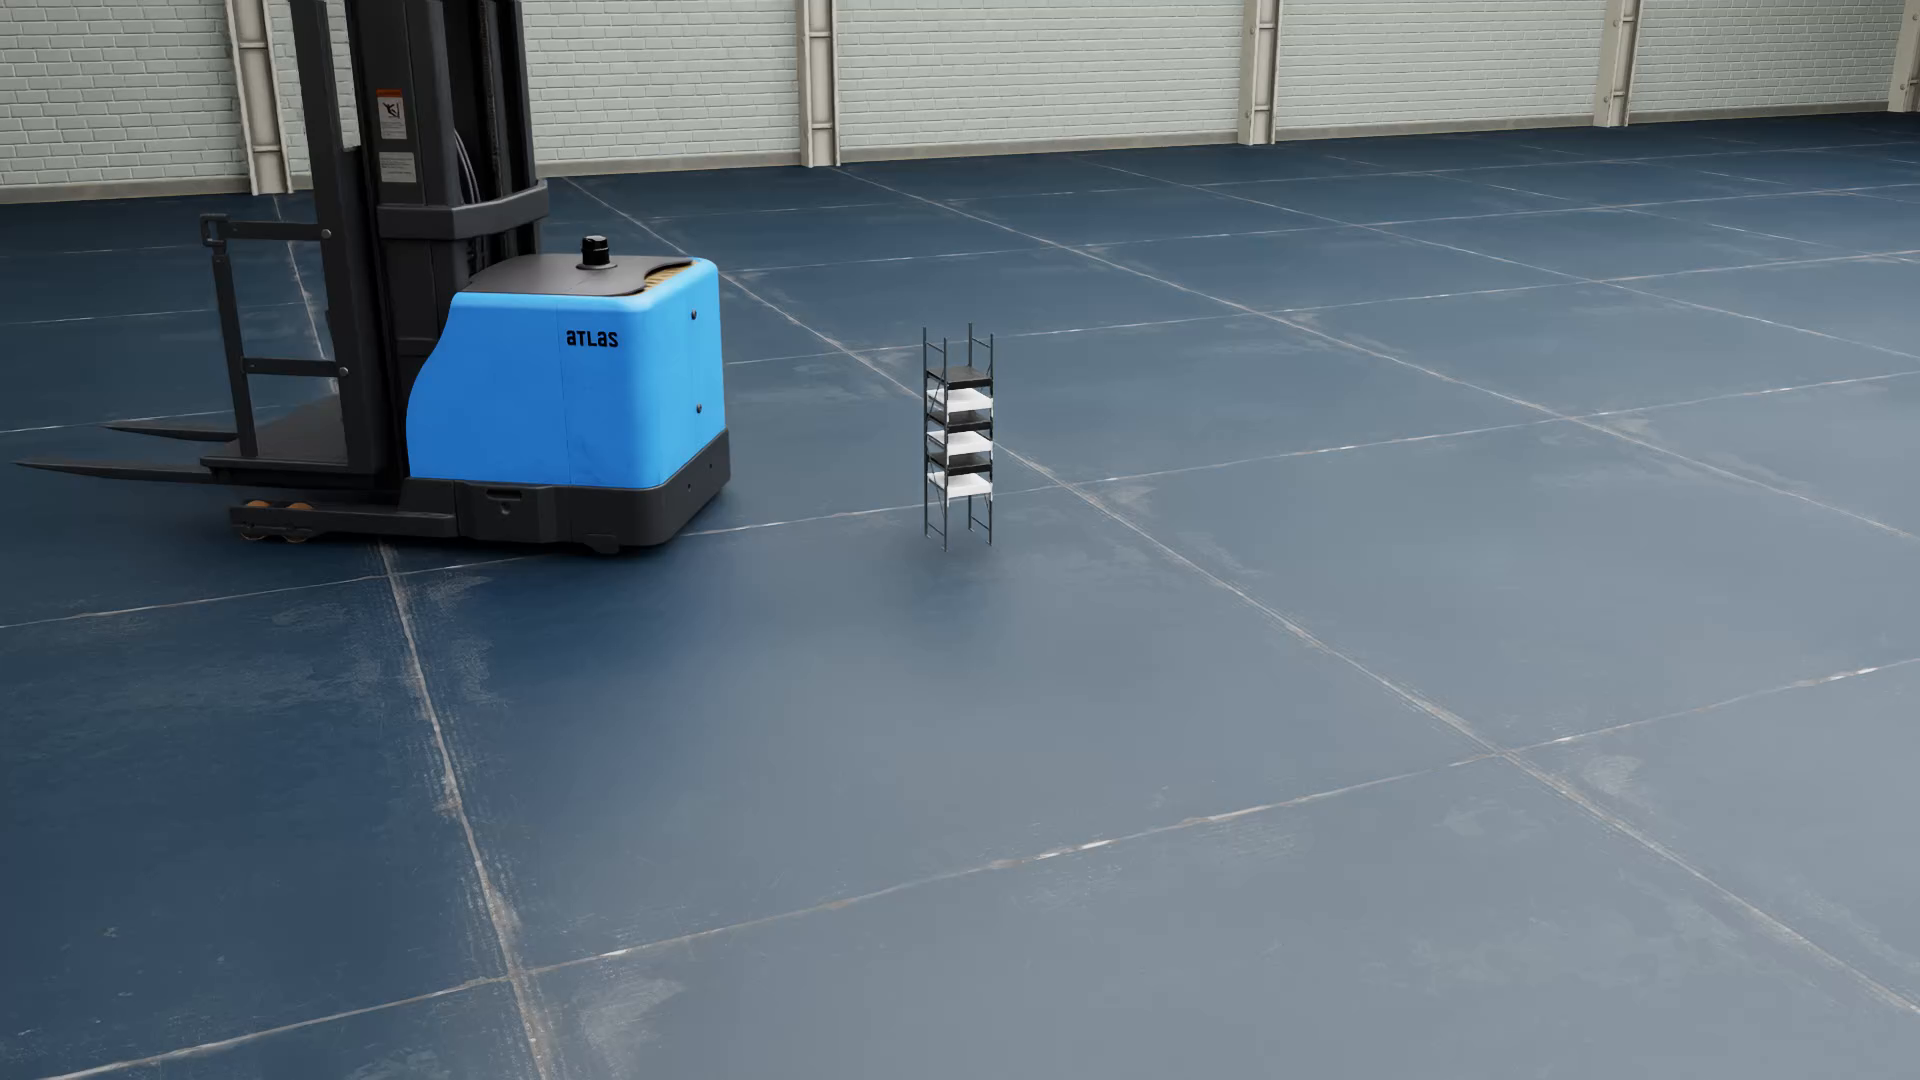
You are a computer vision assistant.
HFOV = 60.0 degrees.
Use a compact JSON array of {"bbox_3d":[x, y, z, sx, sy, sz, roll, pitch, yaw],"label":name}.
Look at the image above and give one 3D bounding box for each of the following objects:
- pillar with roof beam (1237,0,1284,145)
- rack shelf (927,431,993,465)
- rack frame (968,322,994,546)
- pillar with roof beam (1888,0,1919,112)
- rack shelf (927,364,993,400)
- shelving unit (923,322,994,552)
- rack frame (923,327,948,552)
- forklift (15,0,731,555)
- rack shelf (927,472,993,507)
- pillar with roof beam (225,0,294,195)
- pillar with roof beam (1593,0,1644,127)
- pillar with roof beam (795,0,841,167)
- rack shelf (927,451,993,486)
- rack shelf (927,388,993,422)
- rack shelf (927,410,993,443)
[{"bbox_3d":[5.575,-8.125,16.549,0.400,9.000,9.100,-8,21,-22],"label":"pillar with roof beam"},{"bbox_3d":[-0.007,-0.392,6.881,0.200,0.077,0.258,-8,21,-22],"label":"rack shelf"},{"bbox_3d":[0.086,-0.437,6.908,0.006,0.900,0.240,-8,21,-22],"label":"rack frame"},{"bbox_3d":[16.594,-9.704,21.032,0.400,9.000,9.100,-8,21,-22],"label":"pillar with roof beam"},{"bbox_3d":[-0.007,-0.647,6.791,0.200,0.077,0.258,-8,21,-22],"label":"rack shelf"},{"bbox_3d":[-0.007,-0.423,6.870,0.210,0.900,0.258,-8,21,-22],"label":"shelving unit"},{"bbox_3d":[-0.101,-0.410,6.832,0.006,0.900,0.240,-8,21,-22],"label":"rack frame"},{"bbox_3d":[-2.614,-1.538,6.976,3.031,2.935,1.130,3,20,9],"label":"forklift"},{"bbox_3d":[-0.007,-0.222,6.940,0.200,0.077,0.258,-8,21,-22],"label":"rack shelf"},{"bbox_3d":[-5.443,-6.546,12.065,0.400,9.000,9.100,-8,21,-22],"label":"pillar with roof beam"},{"bbox_3d":[11.085,-8.914,18.790,0.400,9.000,9.100,-8,21,-22],"label":"pillar with roof beam"},{"bbox_3d":[0.066,-7.336,14.307,0.400,9.000,9.100,-8,21,-22],"label":"pillar with roof beam"},{"bbox_3d":[-0.007,-0.307,6.911,0.200,0.077,0.258,-8,21,-22],"label":"rack shelf"},{"bbox_3d":[-0.007,-0.562,6.821,0.200,0.077,0.258,-8,21,-22],"label":"rack shelf"},{"bbox_3d":[-0.007,-0.477,6.851,0.200,0.077,0.258,-8,21,-22],"label":"rack shelf"}]
